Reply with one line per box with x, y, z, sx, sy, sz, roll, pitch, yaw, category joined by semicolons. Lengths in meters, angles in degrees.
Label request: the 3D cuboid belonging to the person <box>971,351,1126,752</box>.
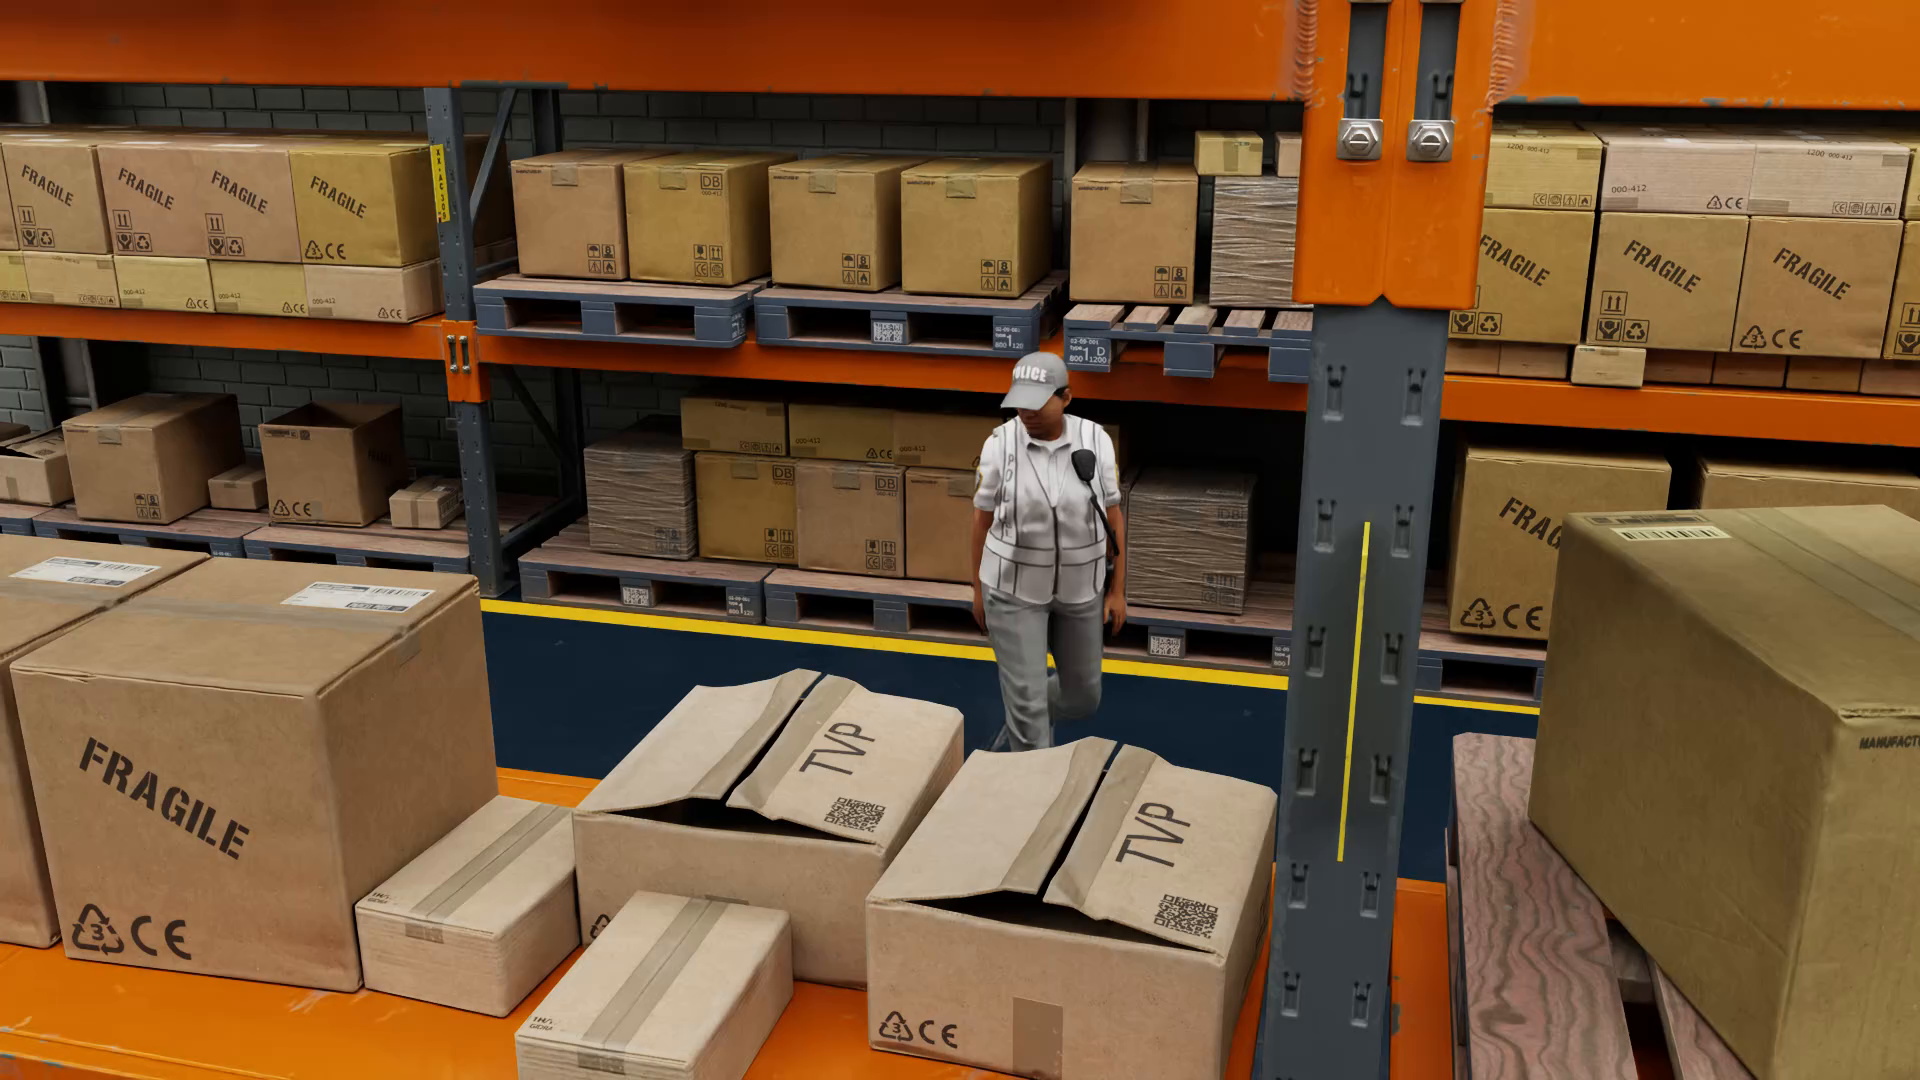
0.294;0.159;5.565;0.503;1.639;0.775;-3;19;-10;person
